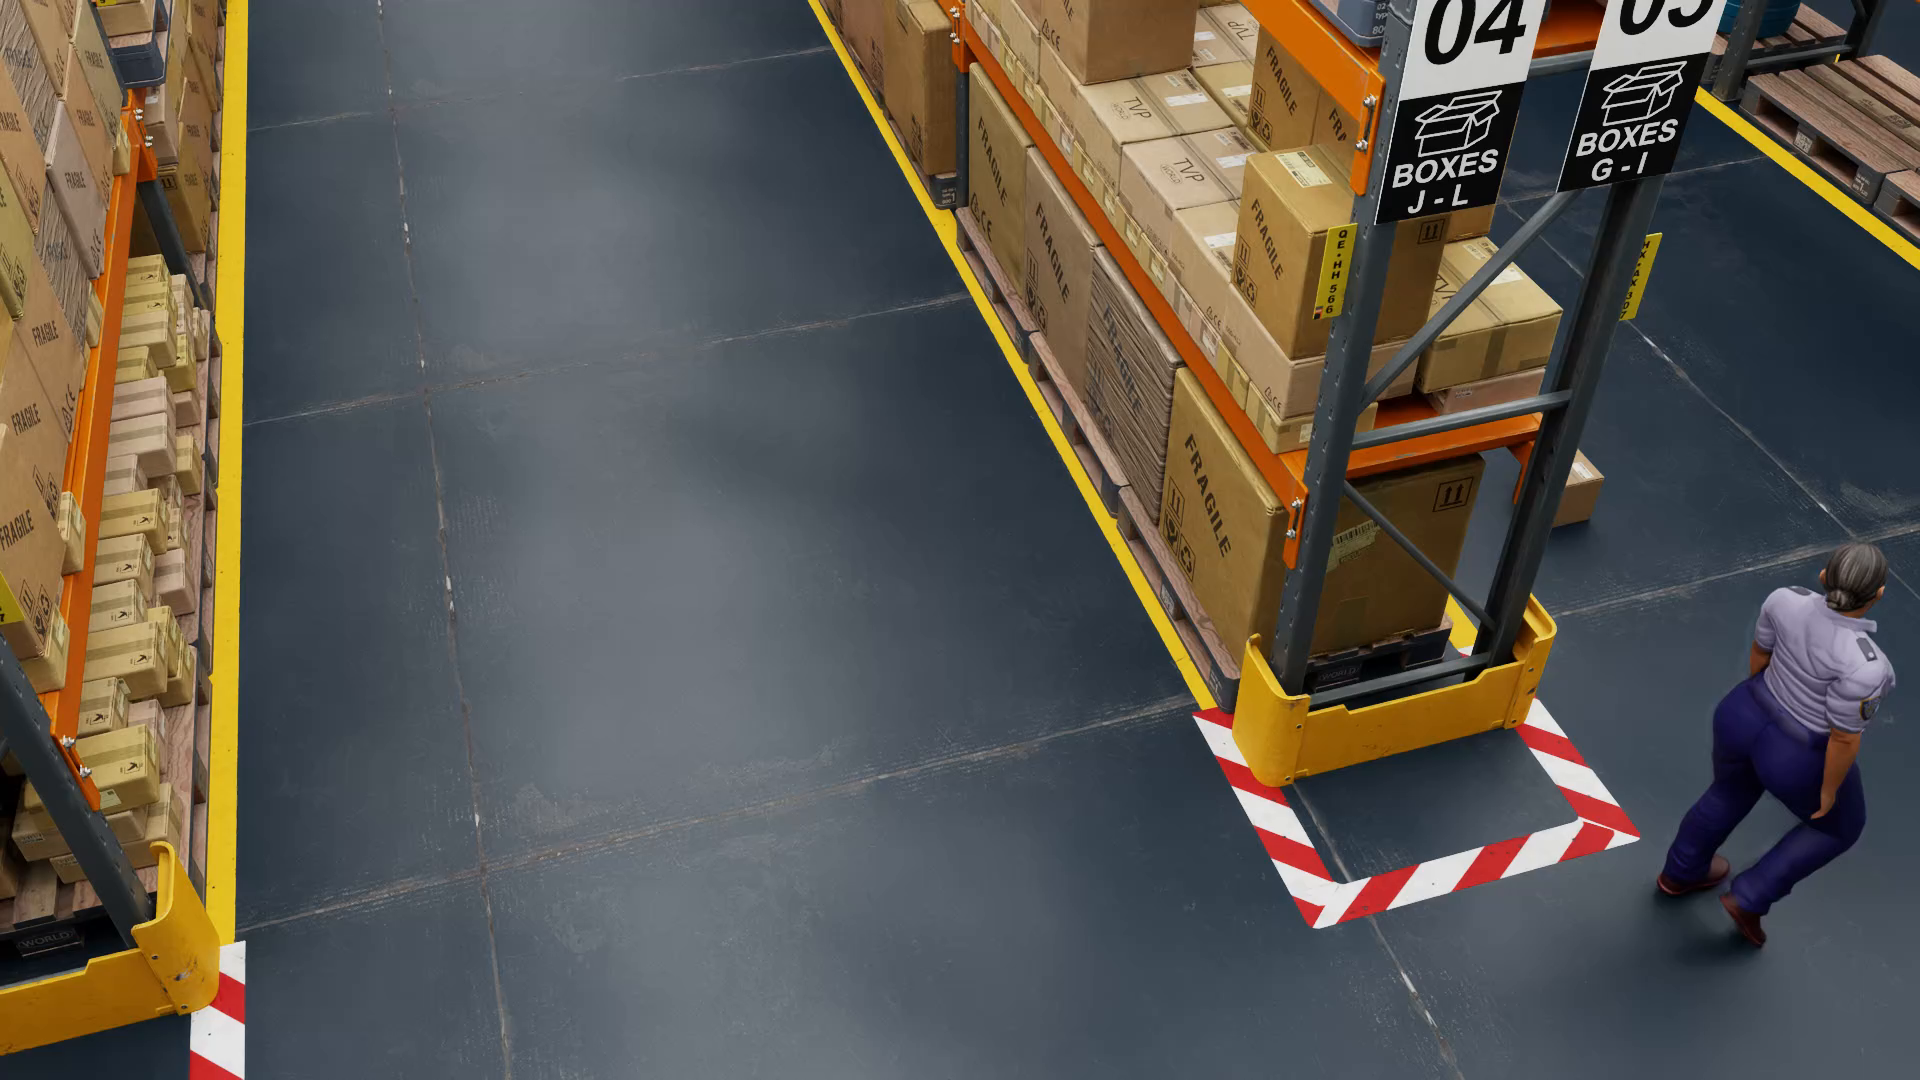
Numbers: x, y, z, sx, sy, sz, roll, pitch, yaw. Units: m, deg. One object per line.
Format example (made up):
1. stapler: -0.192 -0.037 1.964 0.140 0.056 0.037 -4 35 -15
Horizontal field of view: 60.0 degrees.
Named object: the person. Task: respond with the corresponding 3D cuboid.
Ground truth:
1. person: 2.733 0.664 5.454 0.432 1.659 0.527 -16 45 -16
